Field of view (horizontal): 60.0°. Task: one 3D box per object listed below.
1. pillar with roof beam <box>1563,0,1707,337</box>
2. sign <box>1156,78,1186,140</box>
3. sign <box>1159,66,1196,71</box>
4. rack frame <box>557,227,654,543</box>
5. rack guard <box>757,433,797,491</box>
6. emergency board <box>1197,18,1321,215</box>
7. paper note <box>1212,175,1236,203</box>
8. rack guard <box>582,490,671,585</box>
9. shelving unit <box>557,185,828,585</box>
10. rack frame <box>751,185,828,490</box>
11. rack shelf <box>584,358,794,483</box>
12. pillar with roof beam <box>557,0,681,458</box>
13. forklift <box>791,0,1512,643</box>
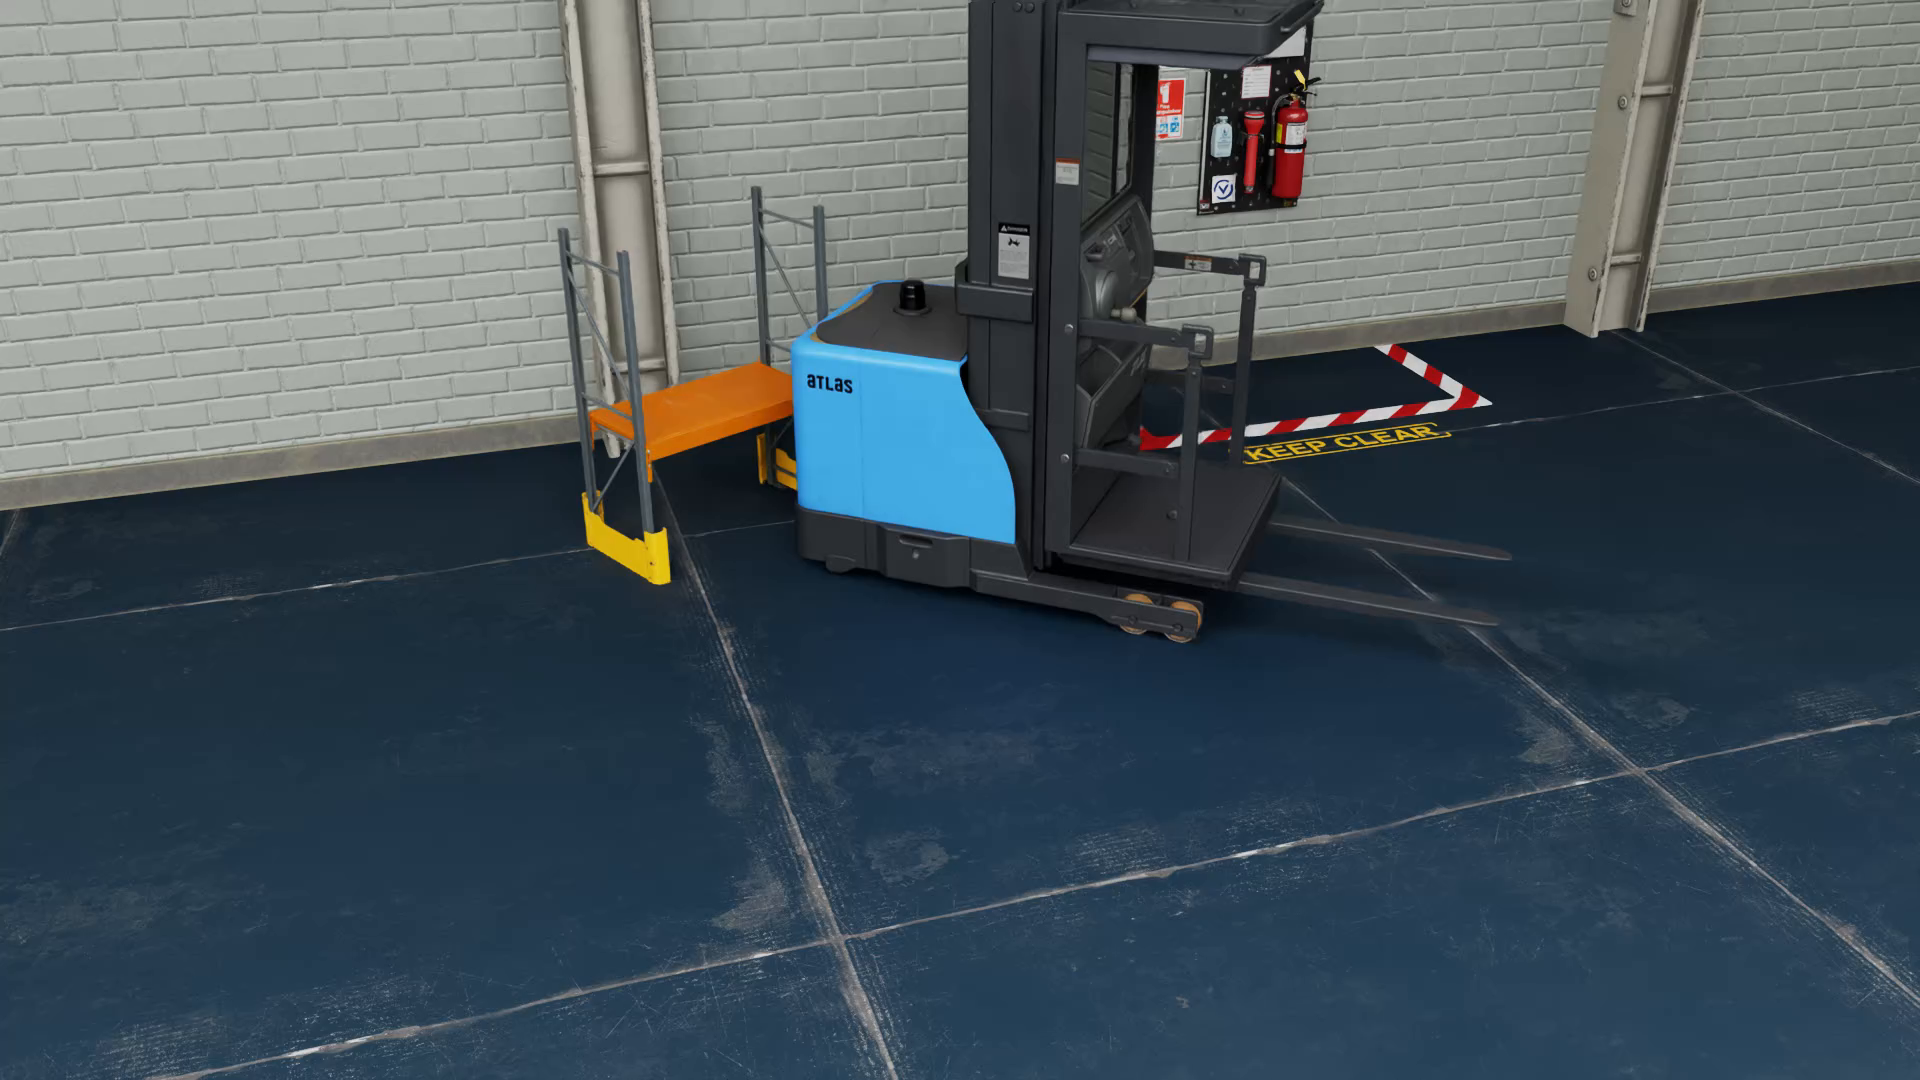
[{"bbox_3d":[5.367,-3.553,4.787,0.400,9.000,9.100,-8,28,-16],"label":"pillar with roof beam"},{"bbox_3d":[1.115,-2.345,9.061,0.234,0.329,0.001,-8,28,-16],"label":"sign"},{"bbox_3d":[1.122,-2.580,8.937,0.331,0.109,0.001,-8,28,-16],"label":"sign"},{"bbox_3d":[-1.522,-0.570,7.211,0.032,1.500,0.500,-23,34,-38],"label":"rack frame"},{"bbox_3d":[-0.783,-0.319,8.112,0.087,0.250,0.587,-23,34,-38],"label":"rack guard"},{"bbox_3d":[1.672,-2.362,9.134,0.643,1.169,0.194,-8,28,-16],"label":"emergency board"},{"bbox_3d":[1.483,-1.972,9.340,0.142,0.148,0.016,-8,28,-16],"label":"paper note"},{"bbox_3d":[-1.508,-0.016,7.501,0.087,0.250,0.587,-23,34,-38],"label":"rack guard"},{"bbox_3d":[-1.145,-0.727,7.529,1.083,1.500,0.587,-23,34,-38],"label":"shelving unit"},{"bbox_3d":[-0.782,-0.880,7.835,0.032,1.500,0.500,-23,34,-38],"label":"rack frame"},{"bbox_3d":[-1.152,-0.564,7.603,1.000,0.185,0.538,-23,34,-38],"label":"rack shelf"},{"bbox_3d":[-0.338,-2.727,3.123,0.400,9.000,9.100,-8,28,-16],"label":"pillar with roof beam"},{"bbox_3d":[0.834,-1.156,6.782,3.031,2.935,1.130,10,28,19],"label":"forklift"}]
